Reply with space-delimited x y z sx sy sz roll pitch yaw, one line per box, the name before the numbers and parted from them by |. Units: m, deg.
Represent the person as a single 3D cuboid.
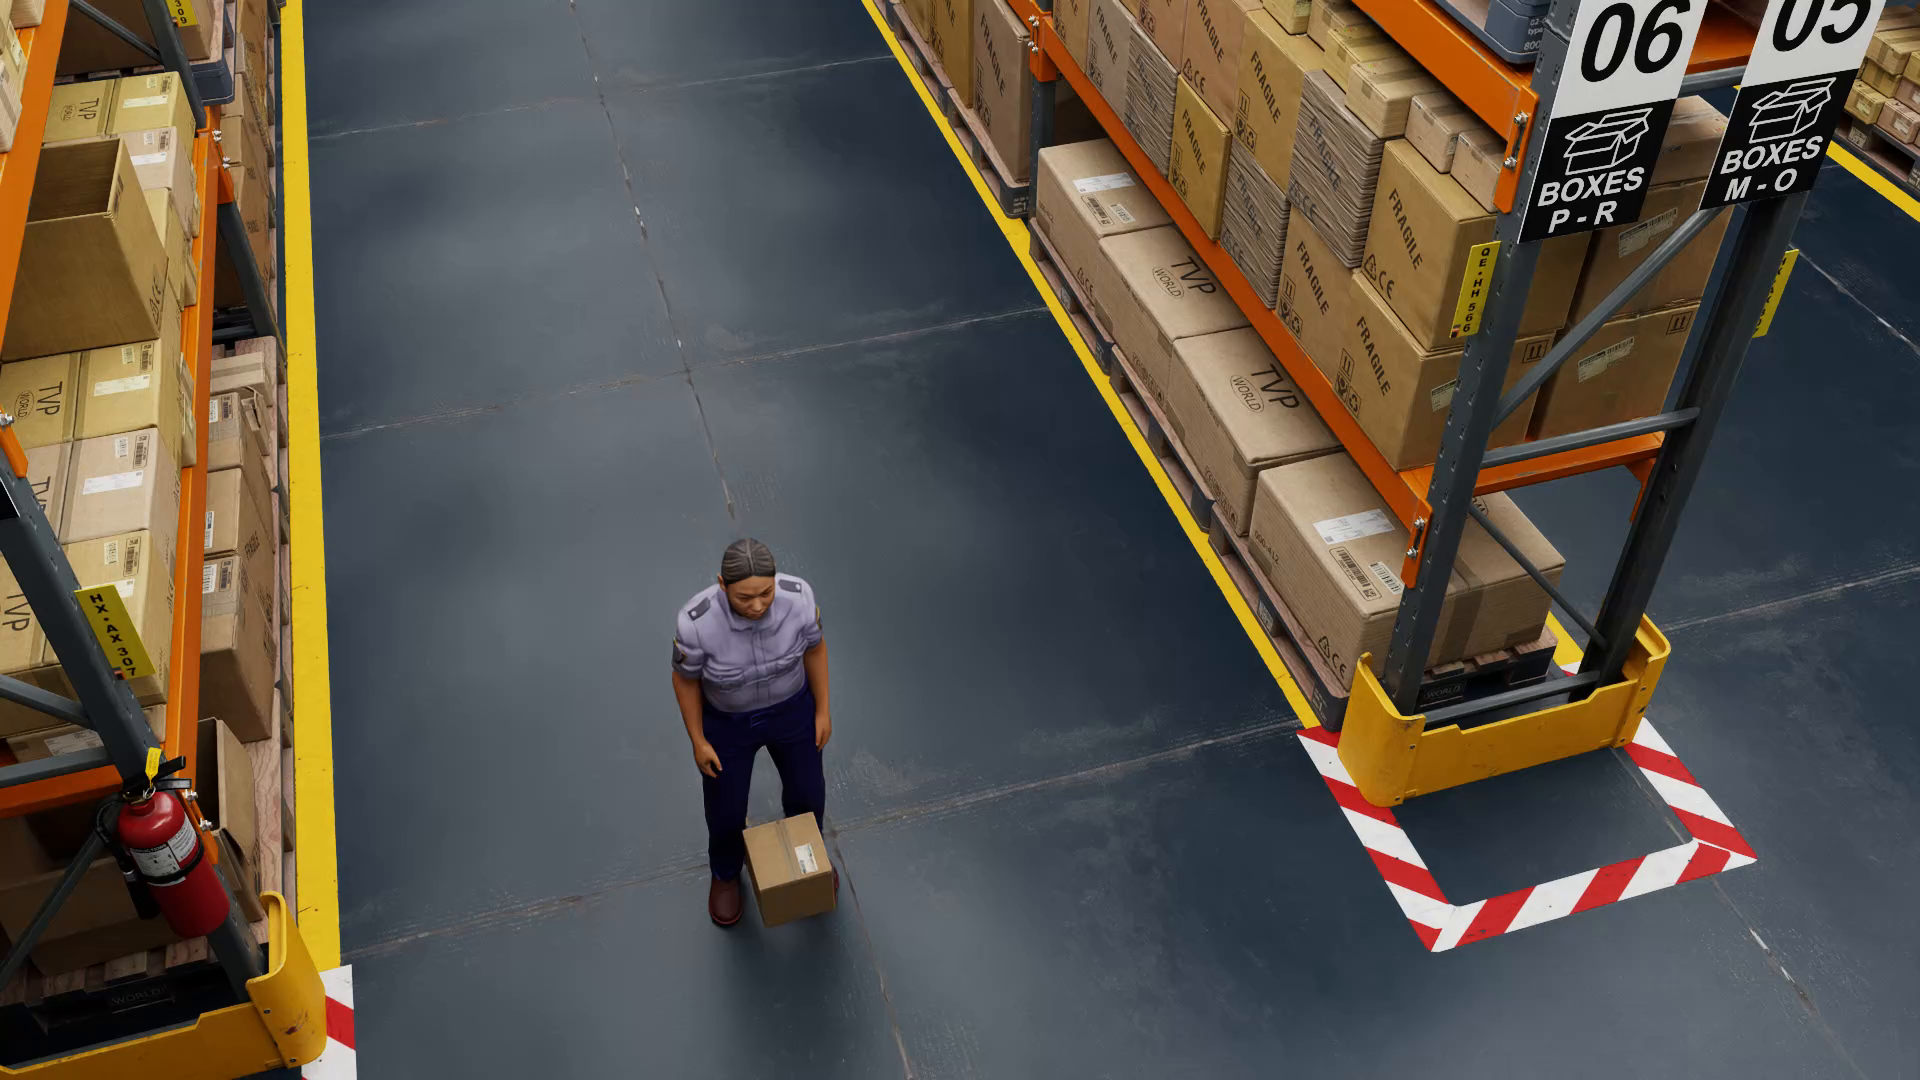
person | -0.676 0.601 5.511 0.532 1.650 0.368 -13 44 -14
